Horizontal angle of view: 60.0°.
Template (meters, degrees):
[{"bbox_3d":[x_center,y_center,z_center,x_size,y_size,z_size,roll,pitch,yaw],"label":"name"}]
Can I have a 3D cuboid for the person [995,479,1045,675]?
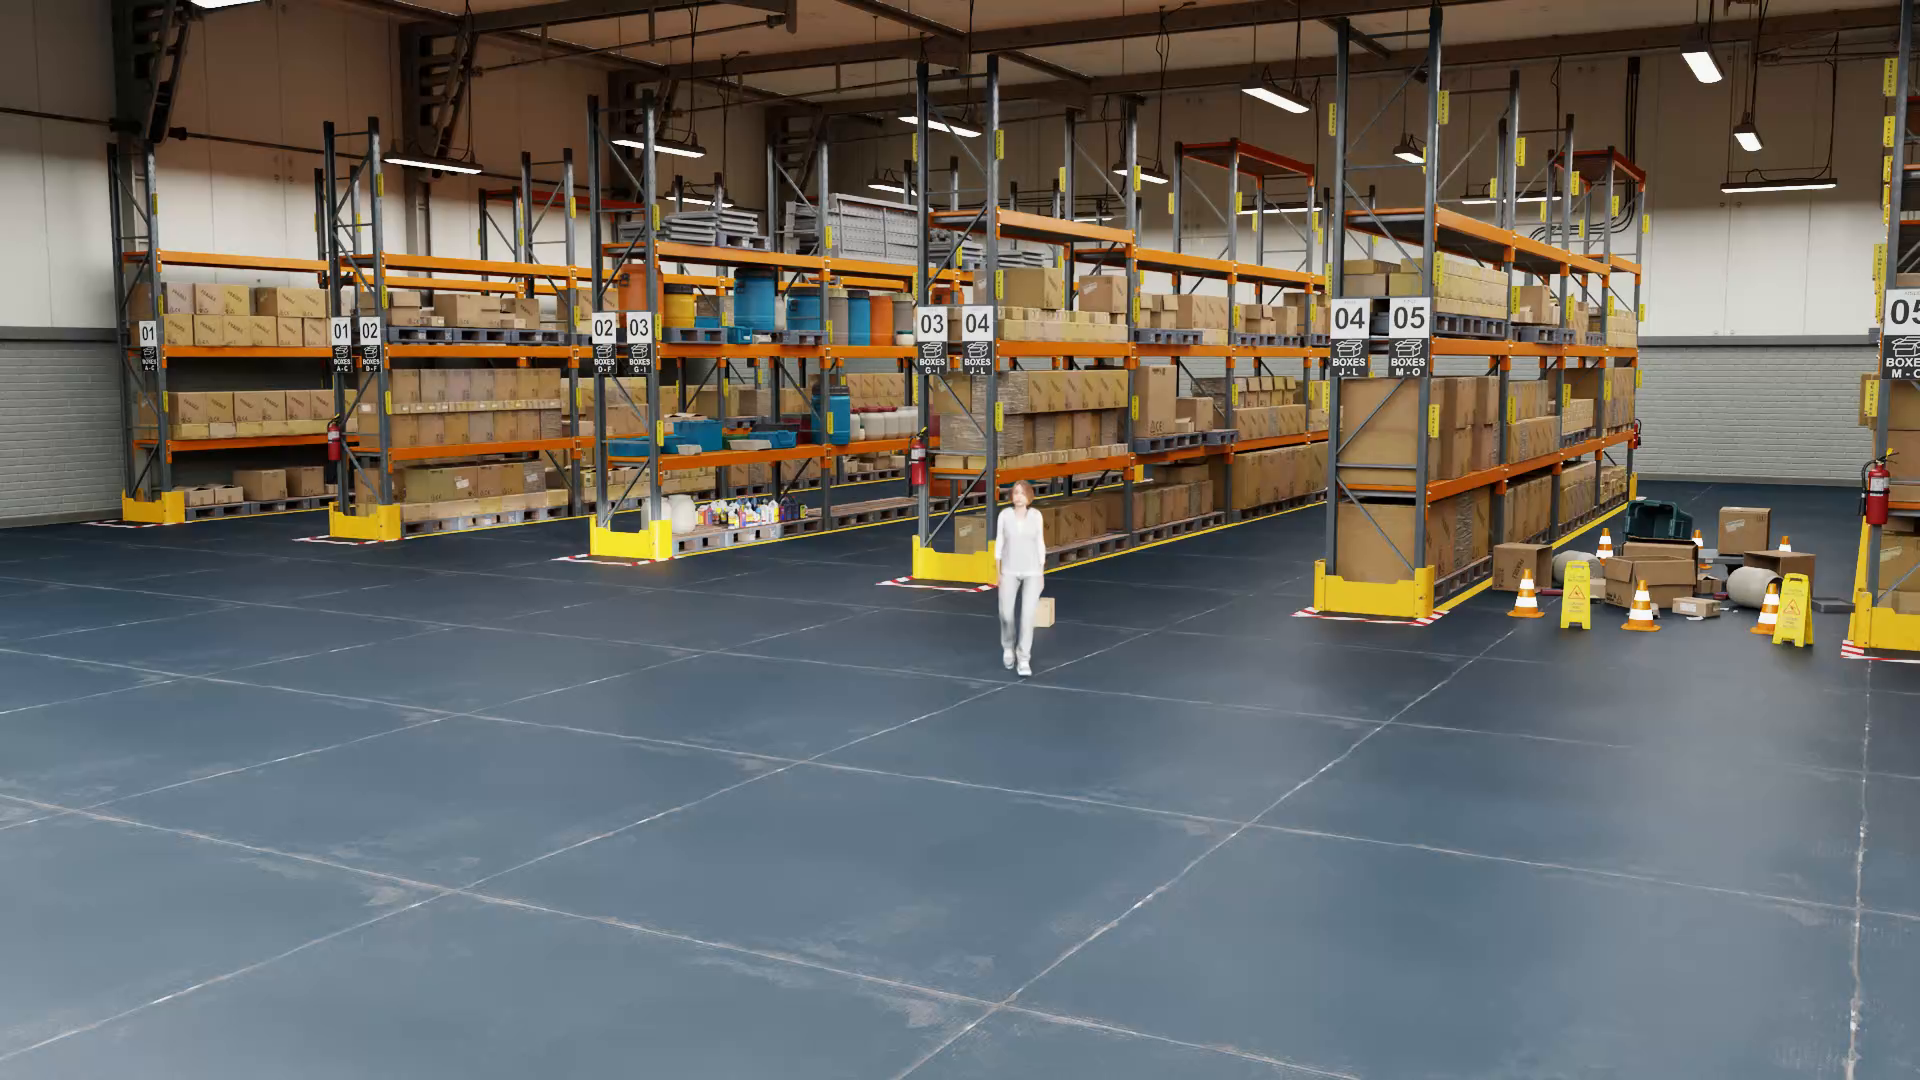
[{"bbox_3d":[0.492,0.297,13.603,0.412,1.590,0.441,0,6,0],"label":"person"}]
